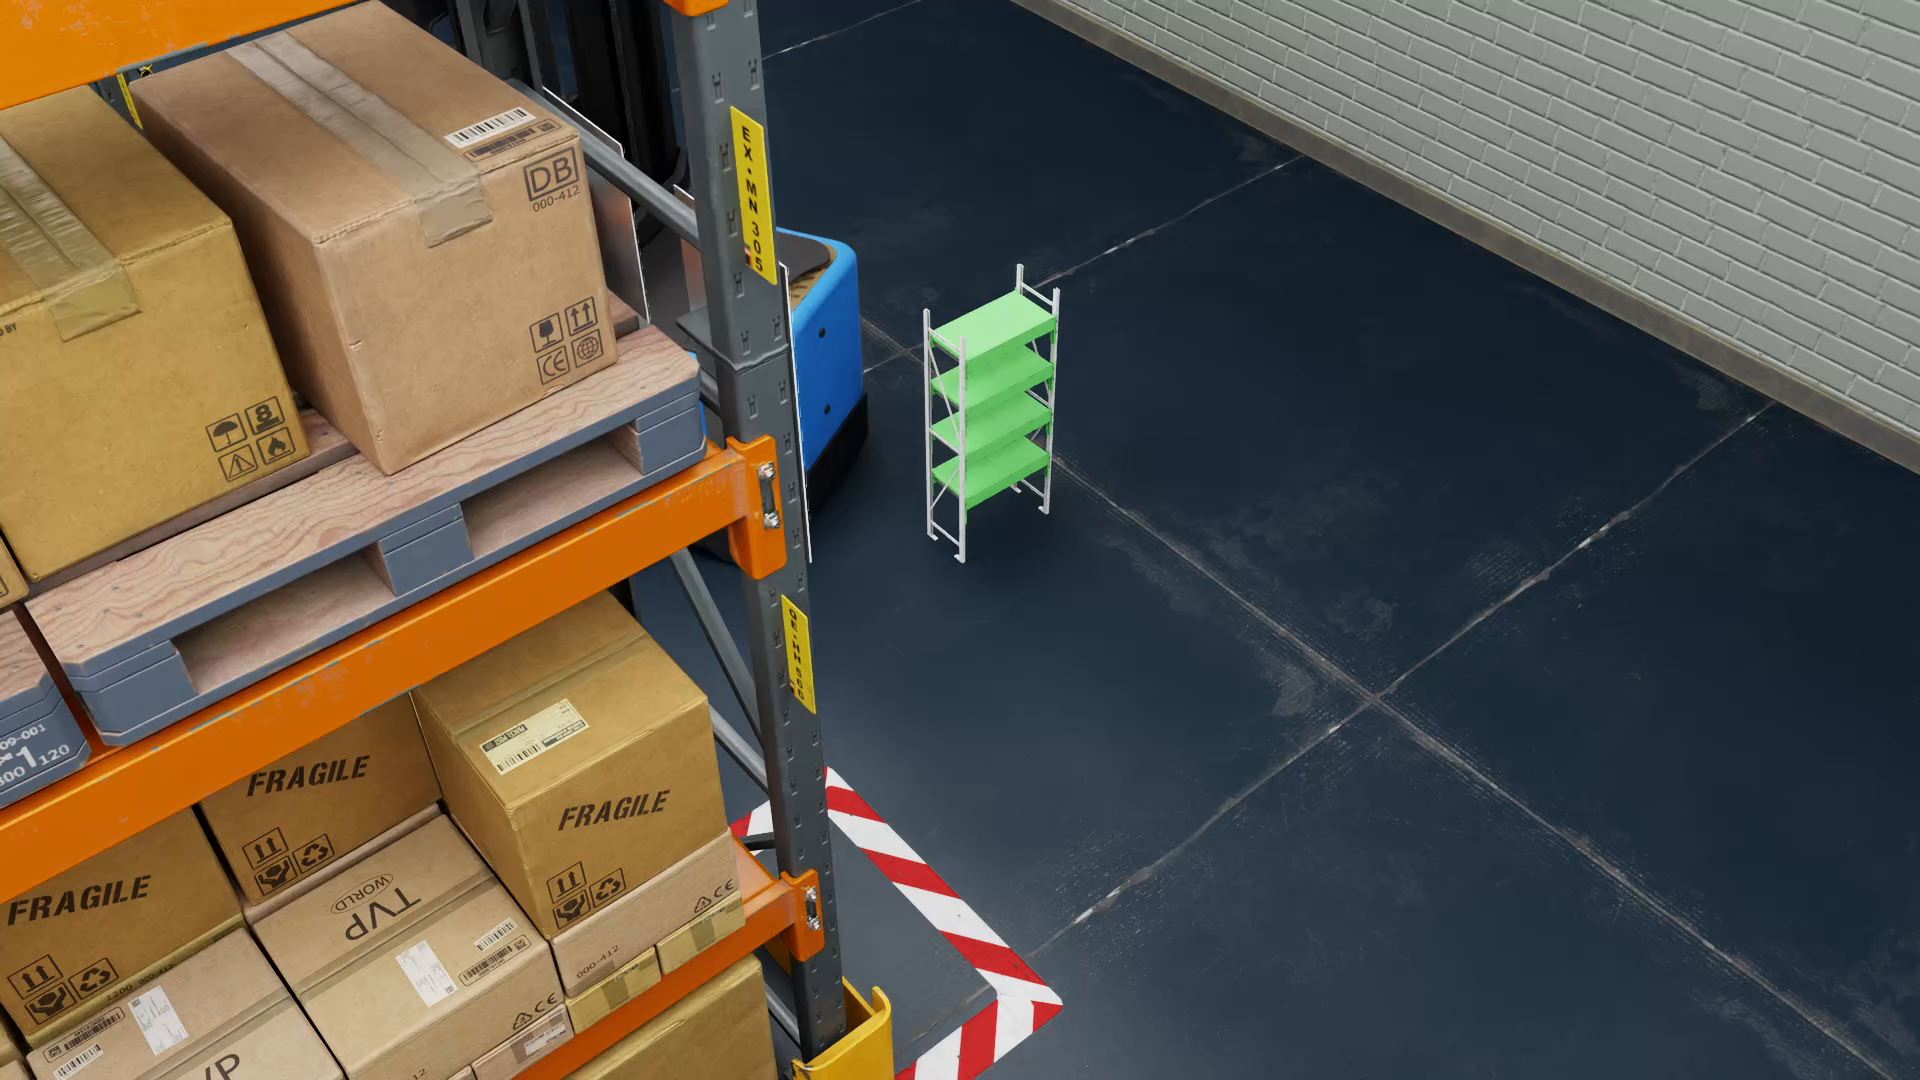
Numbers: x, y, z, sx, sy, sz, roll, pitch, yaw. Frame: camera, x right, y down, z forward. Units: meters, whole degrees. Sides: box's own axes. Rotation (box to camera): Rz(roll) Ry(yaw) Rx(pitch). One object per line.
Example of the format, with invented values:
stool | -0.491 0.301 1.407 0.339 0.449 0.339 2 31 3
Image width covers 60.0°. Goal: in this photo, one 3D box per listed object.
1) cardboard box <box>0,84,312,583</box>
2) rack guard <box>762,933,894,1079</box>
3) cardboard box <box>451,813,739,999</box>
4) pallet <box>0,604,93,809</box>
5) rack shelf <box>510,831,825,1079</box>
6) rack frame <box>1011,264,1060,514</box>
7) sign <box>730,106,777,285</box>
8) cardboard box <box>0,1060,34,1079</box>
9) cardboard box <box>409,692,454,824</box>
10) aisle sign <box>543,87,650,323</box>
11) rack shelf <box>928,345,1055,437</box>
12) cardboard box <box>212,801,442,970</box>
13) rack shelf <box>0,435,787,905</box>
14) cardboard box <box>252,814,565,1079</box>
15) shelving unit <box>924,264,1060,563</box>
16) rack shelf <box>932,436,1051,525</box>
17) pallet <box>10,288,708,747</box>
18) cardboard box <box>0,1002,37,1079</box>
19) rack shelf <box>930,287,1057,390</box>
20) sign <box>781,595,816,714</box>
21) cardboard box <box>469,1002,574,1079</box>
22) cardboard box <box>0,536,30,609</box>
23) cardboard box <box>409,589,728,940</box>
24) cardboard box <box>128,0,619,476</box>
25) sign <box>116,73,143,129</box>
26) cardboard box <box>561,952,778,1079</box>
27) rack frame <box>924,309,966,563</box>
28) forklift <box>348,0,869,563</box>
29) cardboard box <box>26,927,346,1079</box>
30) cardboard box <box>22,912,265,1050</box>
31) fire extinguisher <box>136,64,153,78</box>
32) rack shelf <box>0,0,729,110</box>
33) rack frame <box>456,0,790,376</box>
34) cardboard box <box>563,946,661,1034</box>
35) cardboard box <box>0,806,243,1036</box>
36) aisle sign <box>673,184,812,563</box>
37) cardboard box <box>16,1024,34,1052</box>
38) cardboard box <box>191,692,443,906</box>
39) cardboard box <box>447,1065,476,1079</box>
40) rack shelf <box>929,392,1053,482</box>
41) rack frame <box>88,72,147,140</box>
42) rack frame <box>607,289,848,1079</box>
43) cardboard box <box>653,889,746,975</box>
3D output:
cardboard box | -1.582 -0.397 2.892 0.500 0.500 0.700 -32 52 -29
rack guard | -0.690 1.382 5.467 0.348 0.500 1.175 -30 51 -28
cardboard box | -0.910 0.780 4.174 0.500 0.250 0.500 -31 51 -28
pallet | -2.208 0.291 2.677 1.213 0.211 1.003 -30 51 -28
rack shelf | -2.243 1.622 3.911 4.000 0.370 1.077 -30 51 -28
rack frame | 0.314 -0.617 7.084 0.015 1.200 0.240 -30 51 -28
sign | -0.371 -0.615 2.987 0.005 0.325 0.100 -30 51 -28
cardboard box | -2.087 1.457 3.453 0.500 0.250 0.500 -30 51 -28
cardboard box | -1.250 0.497 4.476 0.500 0.250 0.500 -31 51 -29
aisle sign | -0.846 -0.655 3.911 0.004 0.787 0.394 -30 51 -28
rack shelf | 0.127 -0.638 6.850 0.480 0.148 0.258 -30 51 -28
cardboard box | -1.645 0.729 4.229 0.500 0.250 0.500 -30 51 -28
rack shelf | -2.243 0.529 2.884 4.000 0.370 1.077 -30 51 -28
cardboard box | -1.300 1.002 3.937 0.500 0.250 0.500 -31 51 -29
shelving unit | 0.127 -0.510 6.970 0.503 1.200 0.258 -30 51 -28
rack shelf | 0.127 -0.289 7.178 0.480 0.148 0.258 -30 51 -28
pallet | -1.271 -0.248 3.250 1.213 0.211 1.003 -30 51 -28
cardboard box | -2.429 1.179 3.749 0.500 0.250 0.500 -31 51 -29
rack shelf | 0.127 -0.813 6.685 0.480 0.148 0.258 -30 51 -28
sign | -0.371 0.264 3.812 0.005 0.325 0.100 -30 51 -28
cardboard box | -1.163 1.128 4.095 0.250 0.149 0.380 -30 51 -28
cardboard box | -1.948 -0.145 2.623 0.500 0.500 0.700 -33 52 -30
cardboard box | -0.914 0.506 3.918 0.500 0.500 0.500 -29 50 -27
cardboard box | -1.073 -0.581 3.087 0.500 0.500 0.700 -33 52 -30
sign | -3.521 -1.897 7.013 0.005 0.325 0.100 -30 51 -28
cardboard box | -1.149 1.426 4.839 0.875 0.875 0.875 -30 51 -28
rack frame | -0.060 -0.403 6.856 0.015 1.200 0.240 -30 51 -28
forklift | -1.994 -1.613 6.880 3.031 2.935 1.130 15 45 16
cardboard box | -1.690 1.226 3.699 0.500 0.250 0.500 -32 52 -29
cardboard box | -2.033 0.947 3.996 0.500 0.250 0.500 -32 52 -29
fire extinguisher | -3.479 -1.783 7.340 0.183 0.674 0.296 -30 51 -28
rack shelf | -2.243 -0.419 1.994 4.000 0.370 1.077 -30 51 -28
rack frame | -0.709 -1.705 2.546 0.127 3.000 1.000 -30 51 -28
cardboard box | -0.969 1.018 4.213 0.250 0.149 0.380 -29 51 -28
cardboard box | -2.027 0.674 3.740 0.500 0.500 0.500 -31 51 -29
aisle sign | -0.461 -0.340 3.576 0.004 0.787 0.394 -30 51 -28
cardboard box | -2.372 1.232 3.984 0.250 0.149 0.380 -31 51 -29
cardboard box | -1.634 0.443 3.985 0.500 0.500 0.500 -31 51 -29
cardboard box | -1.355 1.237 3.979 0.250 0.149 0.380 -29 50 -27
rack shelf | 0.127 -0.463 7.014 0.480 0.148 0.258 -30 51 -28
rack frame | -3.887 -2.119 7.369 0.127 3.000 1.000 -30 51 -28
rack frame | -0.709 0.482 4.600 0.127 3.000 1.000 -30 51 -28
cardboard box | -0.771 0.902 4.335 0.250 0.149 0.380 -29 50 -27
